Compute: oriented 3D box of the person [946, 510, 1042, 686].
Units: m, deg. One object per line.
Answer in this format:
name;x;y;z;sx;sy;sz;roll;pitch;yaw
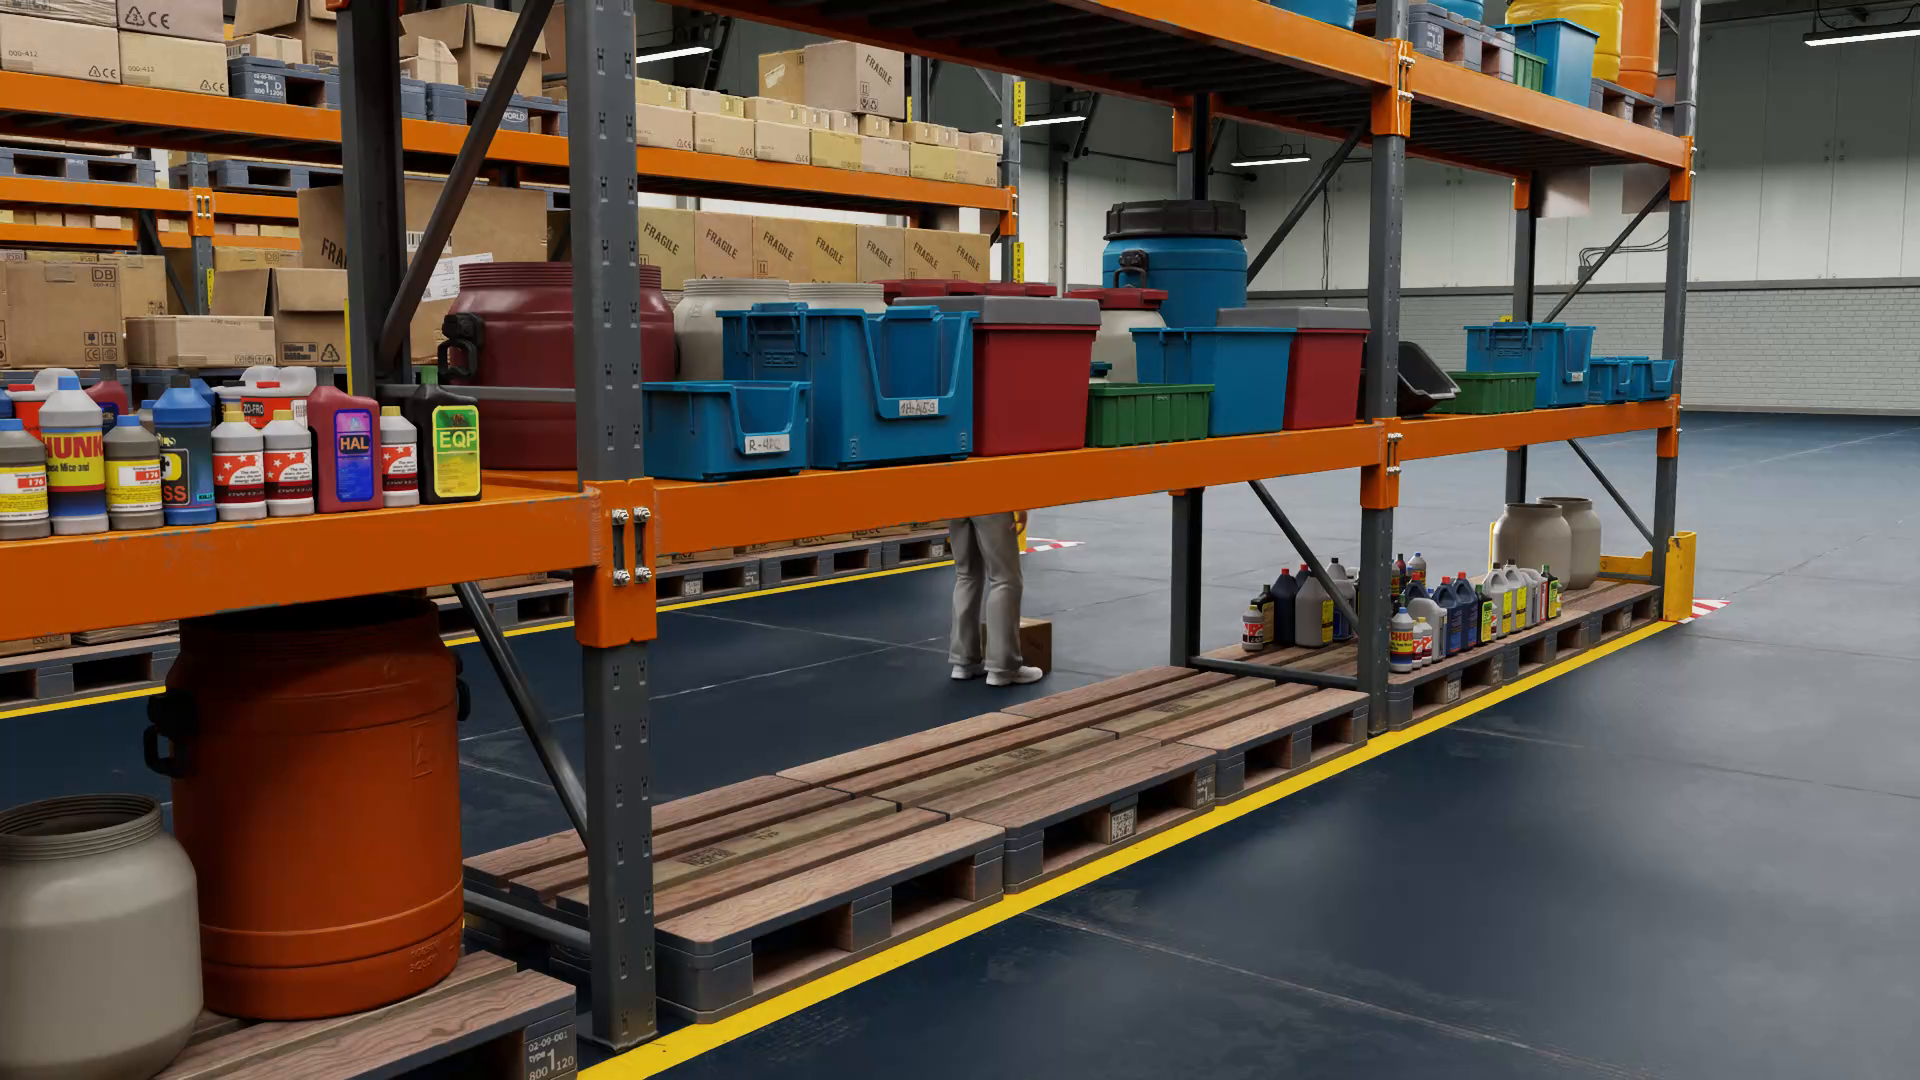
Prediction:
person;0.118;-0.152;8.029;0.508;1.671;0.366;6;9;40
